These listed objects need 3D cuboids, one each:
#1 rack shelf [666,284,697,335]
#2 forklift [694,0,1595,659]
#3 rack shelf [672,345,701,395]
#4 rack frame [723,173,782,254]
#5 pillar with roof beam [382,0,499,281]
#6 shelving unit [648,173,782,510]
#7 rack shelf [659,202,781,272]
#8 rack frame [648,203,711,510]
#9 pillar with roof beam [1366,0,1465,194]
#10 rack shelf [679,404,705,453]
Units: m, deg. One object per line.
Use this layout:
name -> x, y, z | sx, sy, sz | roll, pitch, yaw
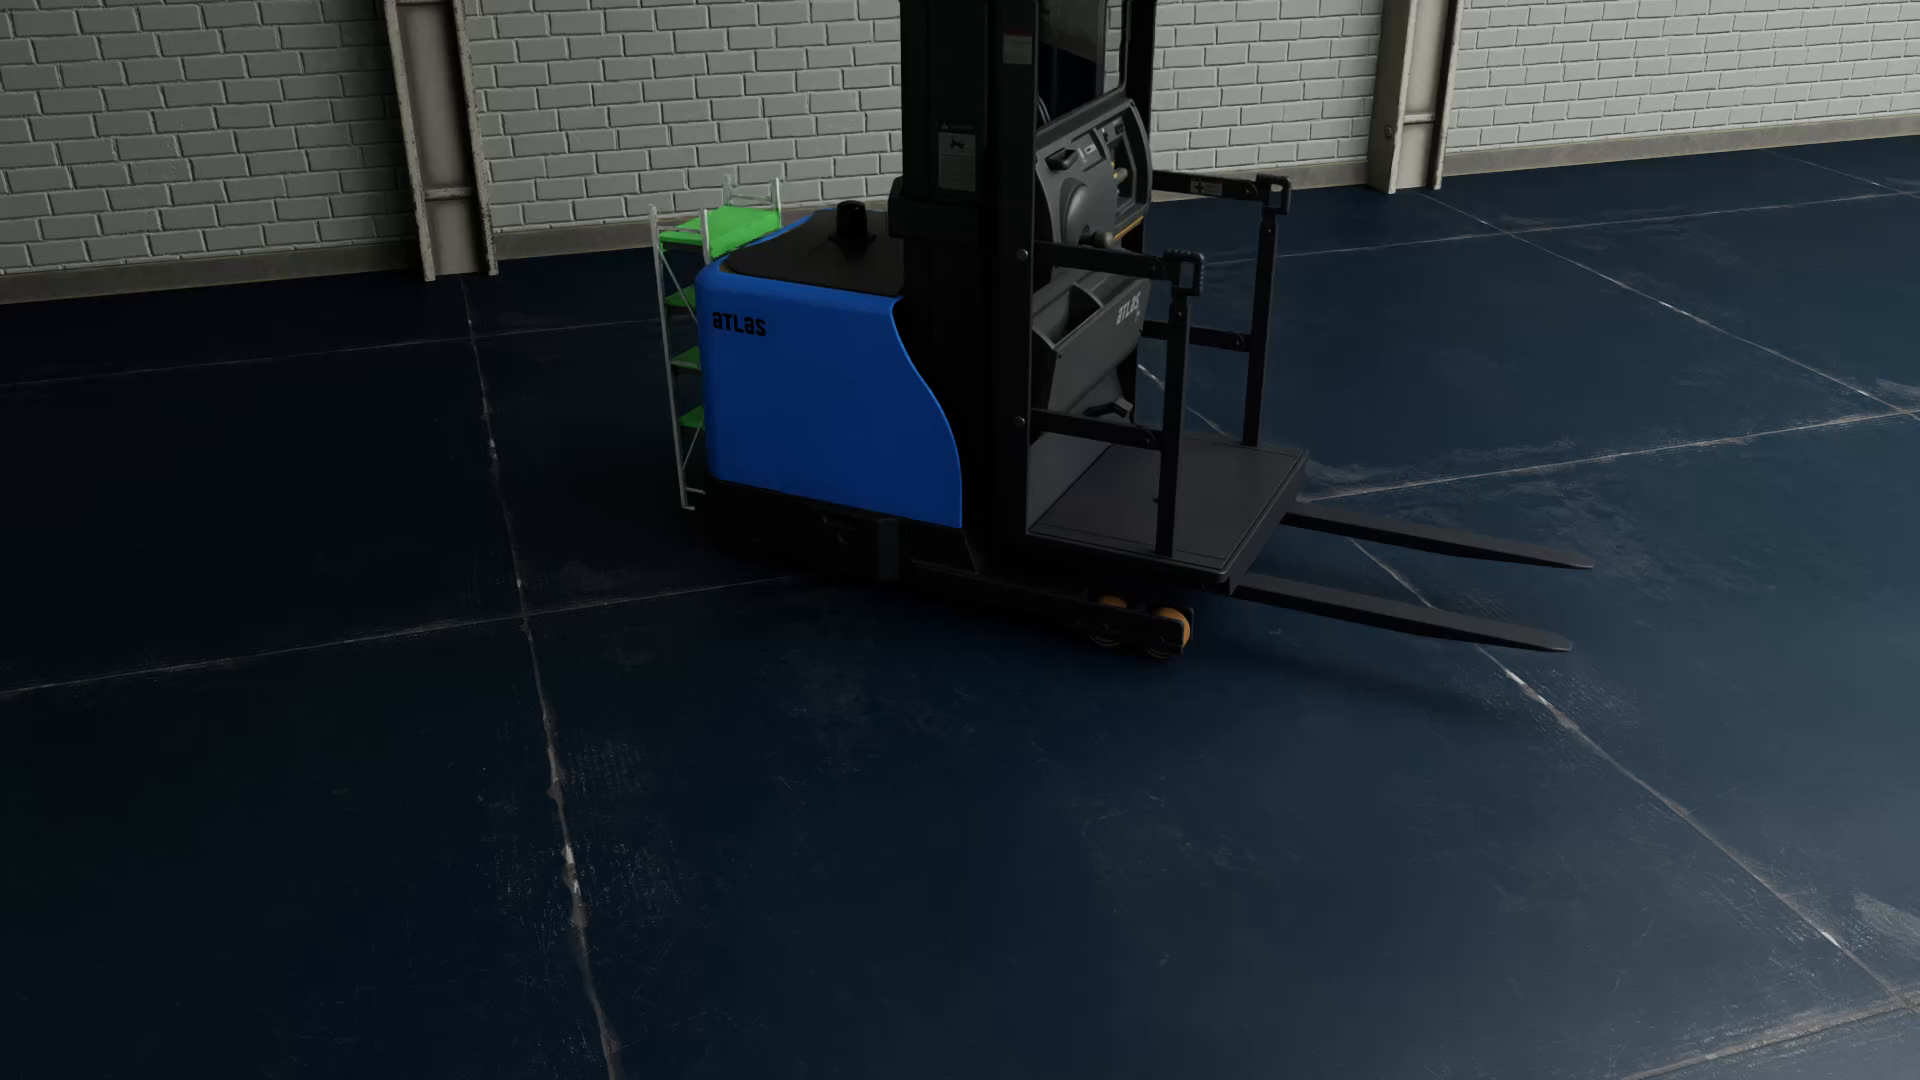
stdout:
rack shelf -> -0.892, -0.906, 6.321 | 0.258, 0.148, 0.480 | 10, 28, 24
forklift -> 0.627, -1.192, 5.355 | 3.031, 2.935, 1.130 | 12, 29, 22
rack shelf -> -0.885, -0.690, 6.424 | 0.258, 0.148, 0.480 | 10, 28, 24
rack frame -> -0.781, -0.845, 6.593 | 0.240, 1.200, 0.015 | 10, 28, 24
pillar with roof beam -> -1.459, -3.720, 3.622 | 0.400, 9.000, 9.100 | -8, 28, -16
shelving unit -> -0.887, -0.747, 6.397 | 0.258, 1.200, 0.503 | 10, 28, 24
rack shelf -> -0.899, -1.123, 6.217 | 0.258, 0.148, 0.480 | 10, 28, 24
rack frame -> -0.994, -0.650, 6.200 | 0.240, 1.200, 0.015 | 10, 28, 24
pillar with roof beam -> 4.246, -4.546, 5.287 | 0.400, 9.000, 9.100 | -8, 28, -16
rack shelf -> -0.879, -0.473, 6.528 | 0.258, 0.148, 0.480 | 10, 28, 24
